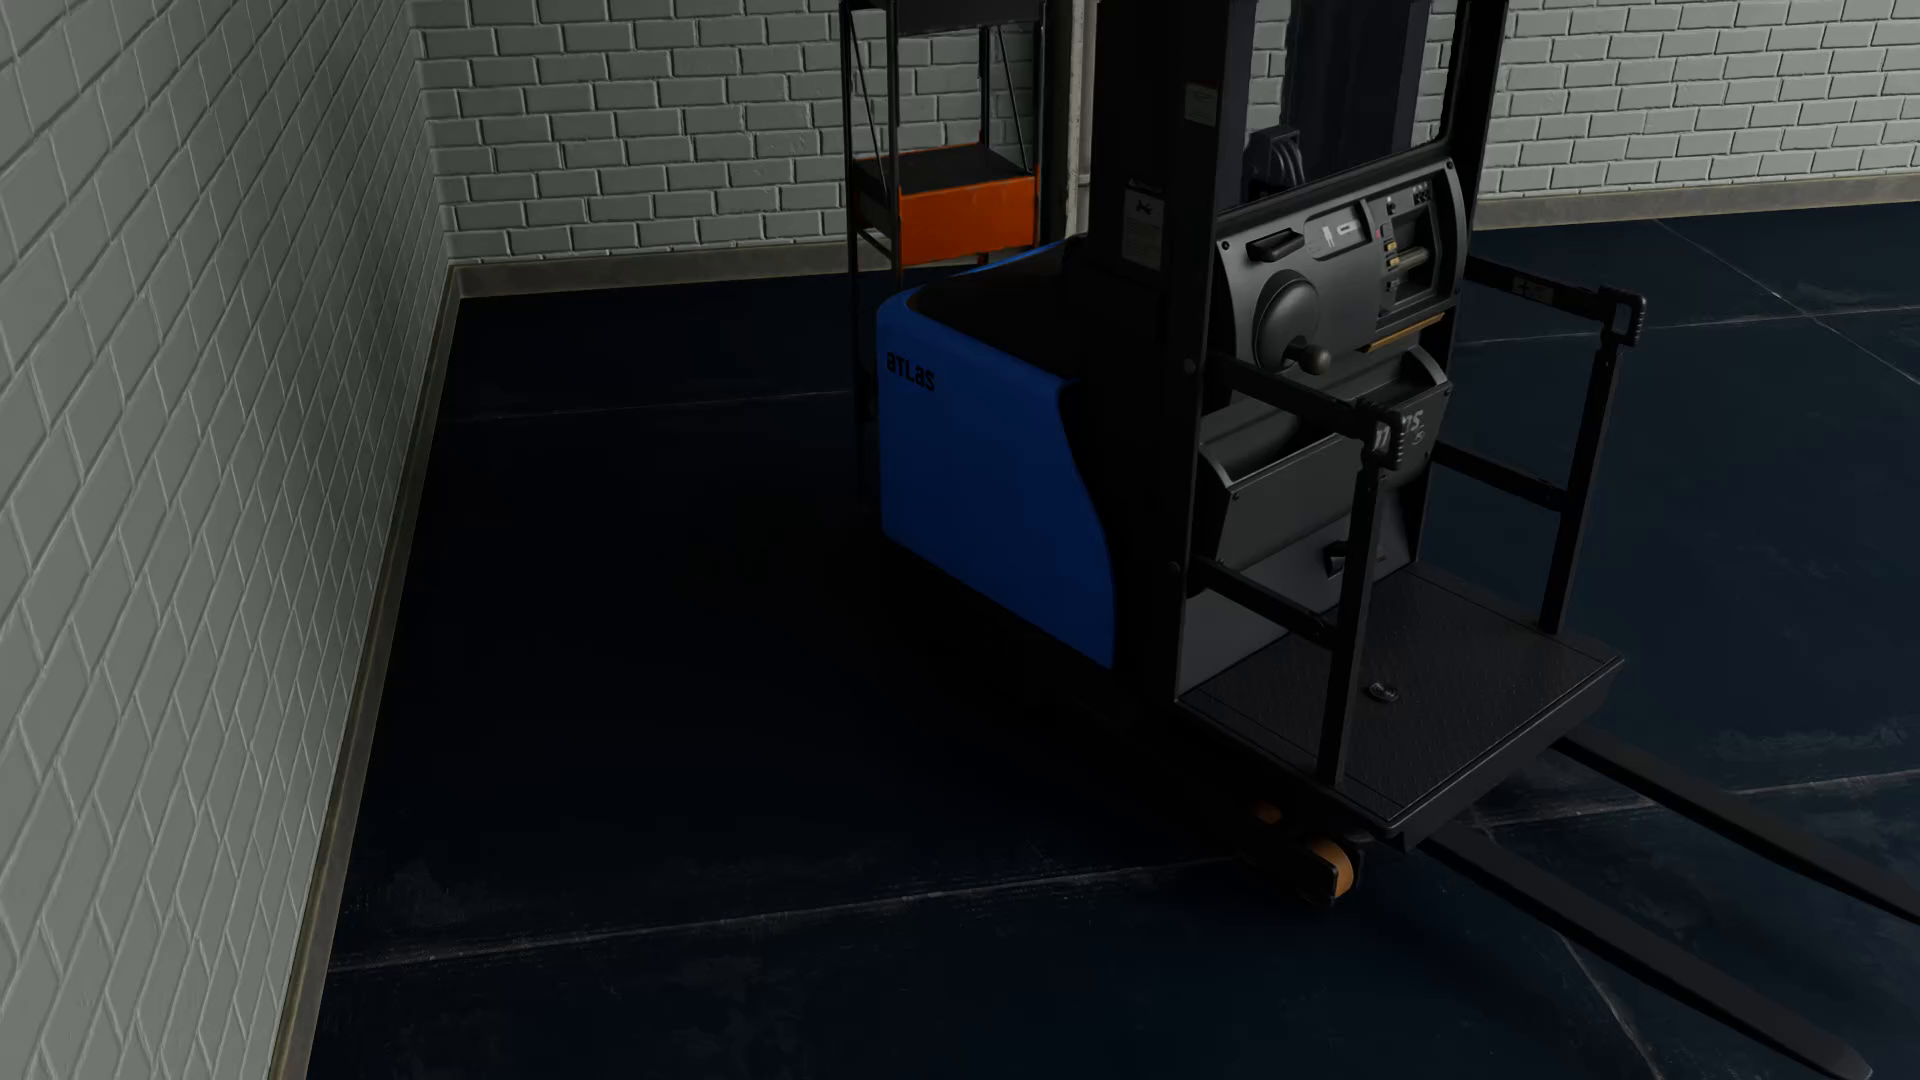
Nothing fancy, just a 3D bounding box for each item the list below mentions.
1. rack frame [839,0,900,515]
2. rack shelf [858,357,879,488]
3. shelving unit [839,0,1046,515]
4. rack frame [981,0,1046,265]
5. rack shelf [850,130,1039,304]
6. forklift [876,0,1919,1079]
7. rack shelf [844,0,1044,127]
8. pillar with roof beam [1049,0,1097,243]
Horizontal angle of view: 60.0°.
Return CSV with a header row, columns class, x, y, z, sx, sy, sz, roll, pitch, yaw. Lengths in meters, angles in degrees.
class,x,y,z,sx,sy,sz,roll,pitch,yaw
rack frame,-0.277,-0.943,5.282,0.015,2.100,0.400,-14,33,-22
rack shelf,-0.057,-0.381,5.735,0.480,0.518,0.431,-14,33,-22
shelving unit,-0.057,-0.996,5.373,0.503,2.100,0.431,-14,33,-22
rack frame,0.163,-1.050,5.464,0.015,2.100,0.400,-14,33,-22
rack shelf,-0.057,-0.985,5.380,0.480,0.518,0.431,-14,33,-22
forklift,1.093,-0.639,3.945,1.130,2.935,3.031,-24,38,-35
rack shelf,-0.058,-1.588,5.025,0.480,0.518,0.431,-14,33,-22
pillar with roof beam,1.425,-3.055,2.068,0.400,9.000,9.100,-5,31,-9
